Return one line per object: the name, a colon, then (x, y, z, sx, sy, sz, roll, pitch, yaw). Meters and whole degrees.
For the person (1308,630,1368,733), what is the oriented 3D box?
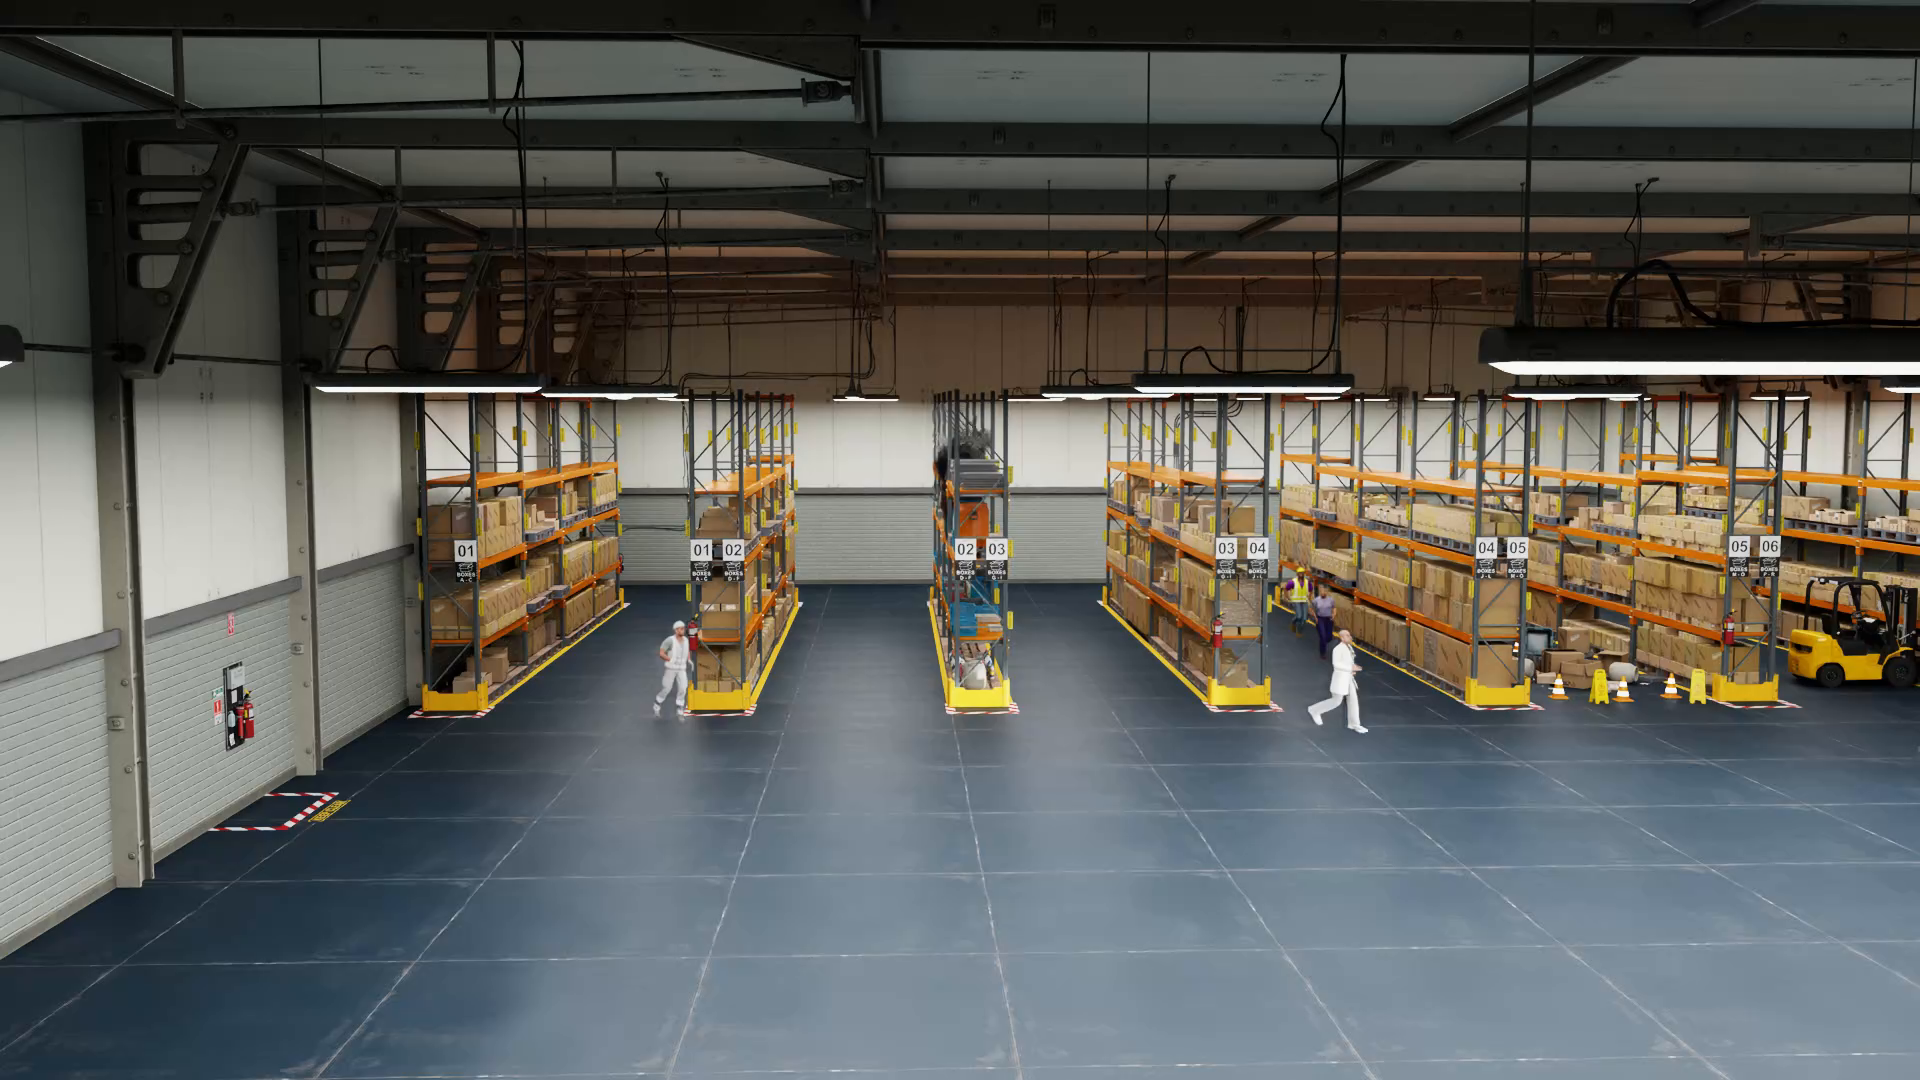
person: (6.671, 2.457, 29.199, 1.041, 1.788, 0.717, 3, 6, 35)

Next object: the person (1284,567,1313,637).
person: (8.357, 1.536, 40.801, 0.698, 1.720, 0.545, -1, 5, -8)

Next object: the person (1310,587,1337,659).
person: (8.234, 1.864, 37.665, 0.603, 1.622, 0.624, 0, 5, 1)

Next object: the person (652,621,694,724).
person: (-5.114, 2.365, 30.106, 0.725, 1.796, 0.861, -4, 6, -41)
